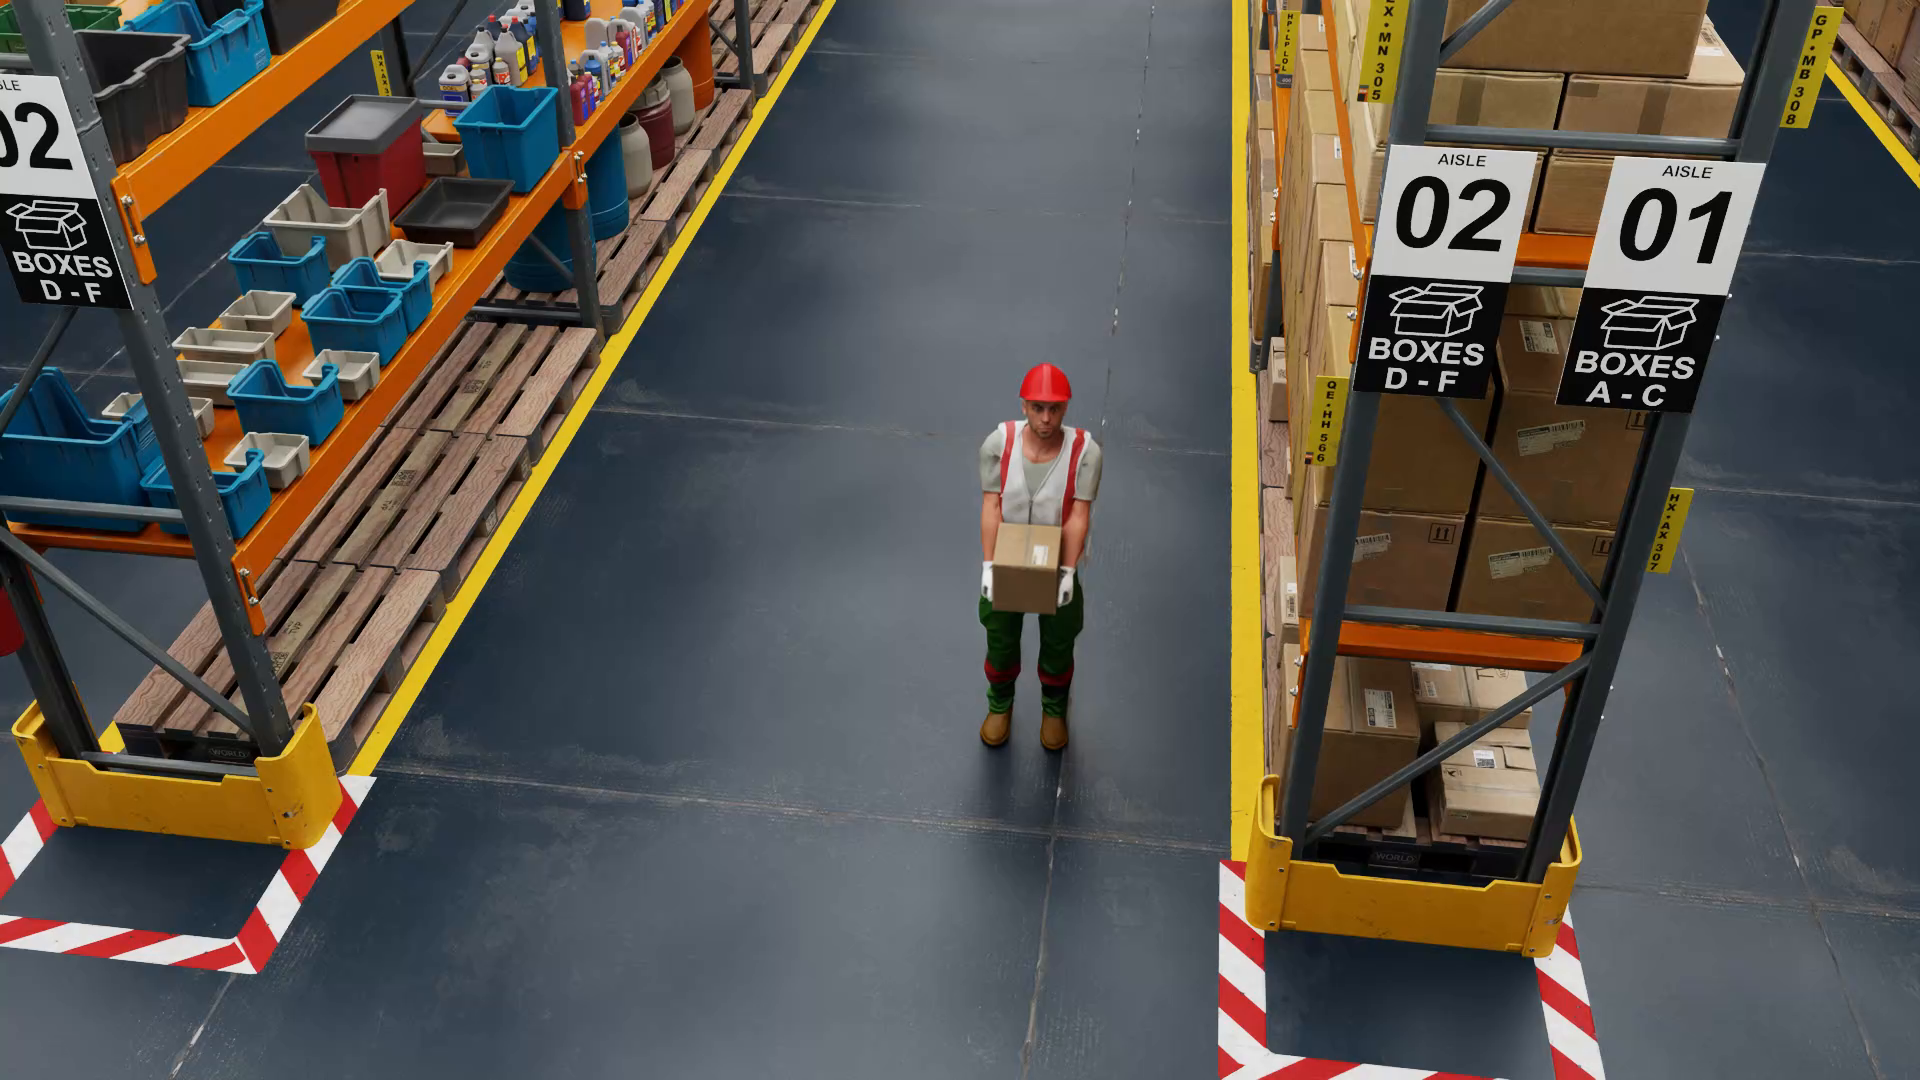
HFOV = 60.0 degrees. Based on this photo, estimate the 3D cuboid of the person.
[{"bbox_3d":[0.304,0.148,6.821,0.494,1.783,0.563,4,36,6],"label":"person"}]
